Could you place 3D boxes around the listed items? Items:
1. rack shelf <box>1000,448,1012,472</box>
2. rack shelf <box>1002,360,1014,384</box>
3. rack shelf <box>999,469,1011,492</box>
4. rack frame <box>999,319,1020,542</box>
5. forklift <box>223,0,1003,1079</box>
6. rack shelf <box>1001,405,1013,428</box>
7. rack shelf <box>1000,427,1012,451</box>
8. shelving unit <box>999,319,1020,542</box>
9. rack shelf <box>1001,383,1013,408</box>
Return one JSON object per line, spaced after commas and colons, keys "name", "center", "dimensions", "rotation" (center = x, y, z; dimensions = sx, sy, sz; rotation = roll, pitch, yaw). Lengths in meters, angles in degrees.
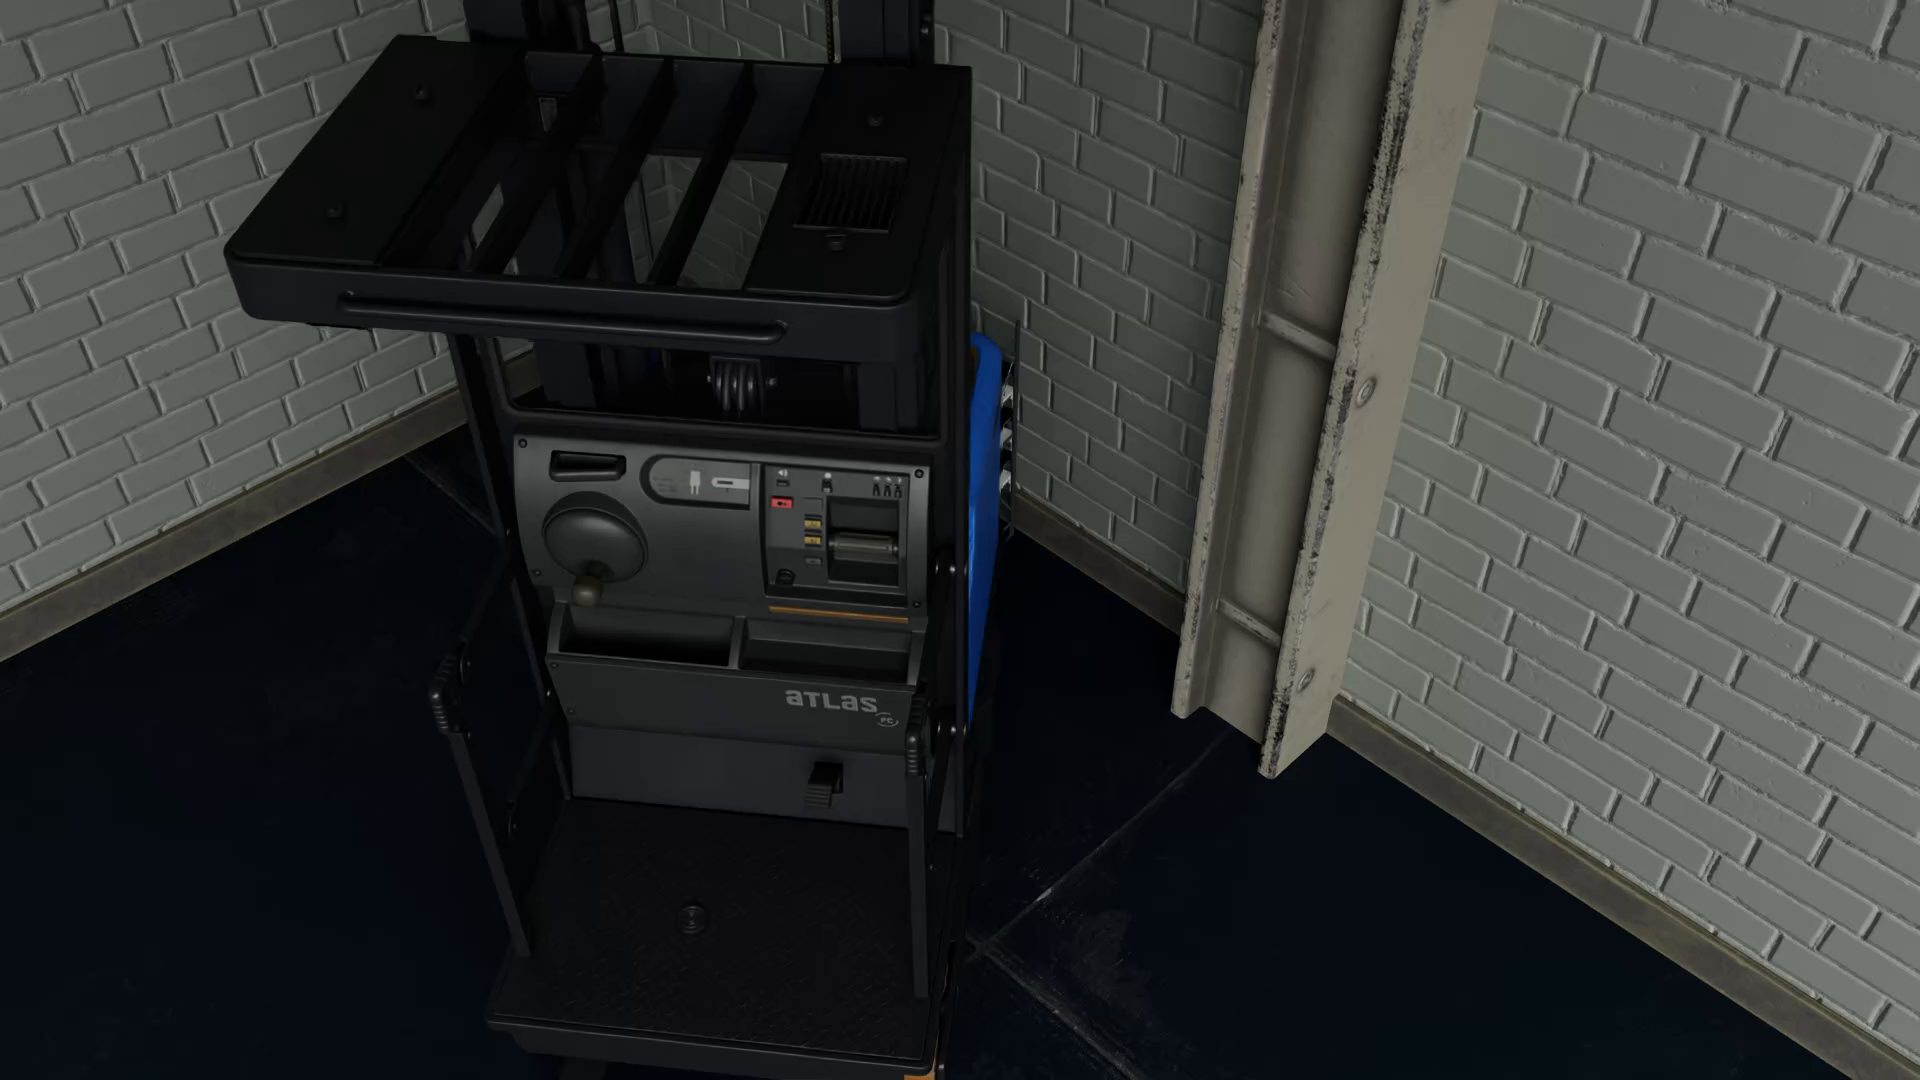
{"name": "rack shelf", "center": [0.034, -0.233, 5.521], "dimensions": [0.200, 0.077, 0.258], "rotation": [24, 48, 23]}
{"name": "rack shelf", "center": [0.034, -0.498, 5.277], "dimensions": [0.200, 0.077, 0.258], "rotation": [24, 48, 23]}
{"name": "rack shelf", "center": [0.034, -0.167, 5.582], "dimensions": [0.200, 0.077, 0.258], "rotation": [24, 48, 23]}
{"name": "rack frame", "center": [0.120, -0.287, 5.397], "dimensions": [0.006, 0.900, 0.240], "rotation": [24, 48, 23]}
{"name": "forklift", "center": [-0.551, 0.059, 3.527], "dimensions": [1.130, 2.935, 3.031], "rotation": [5, 43, 5]}
{"name": "rack shelf", "center": [0.034, -0.366, 5.399], "dimensions": [0.200, 0.077, 0.258], "rotation": [24, 48, 23]}
{"name": "rack shelf", "center": [0.034, -0.299, 5.460], "dimensions": [0.200, 0.077, 0.258], "rotation": [24, 48, 23]}
{"name": "shelving unit", "center": [0.034, -0.324, 5.437], "dimensions": [0.210, 0.900, 0.258], "rotation": [24, 48, 23]}
{"name": "rack shelf", "center": [0.034, -0.432, 5.338], "dimensions": [0.200, 0.077, 0.258], "rotation": [24, 48, 23]}
